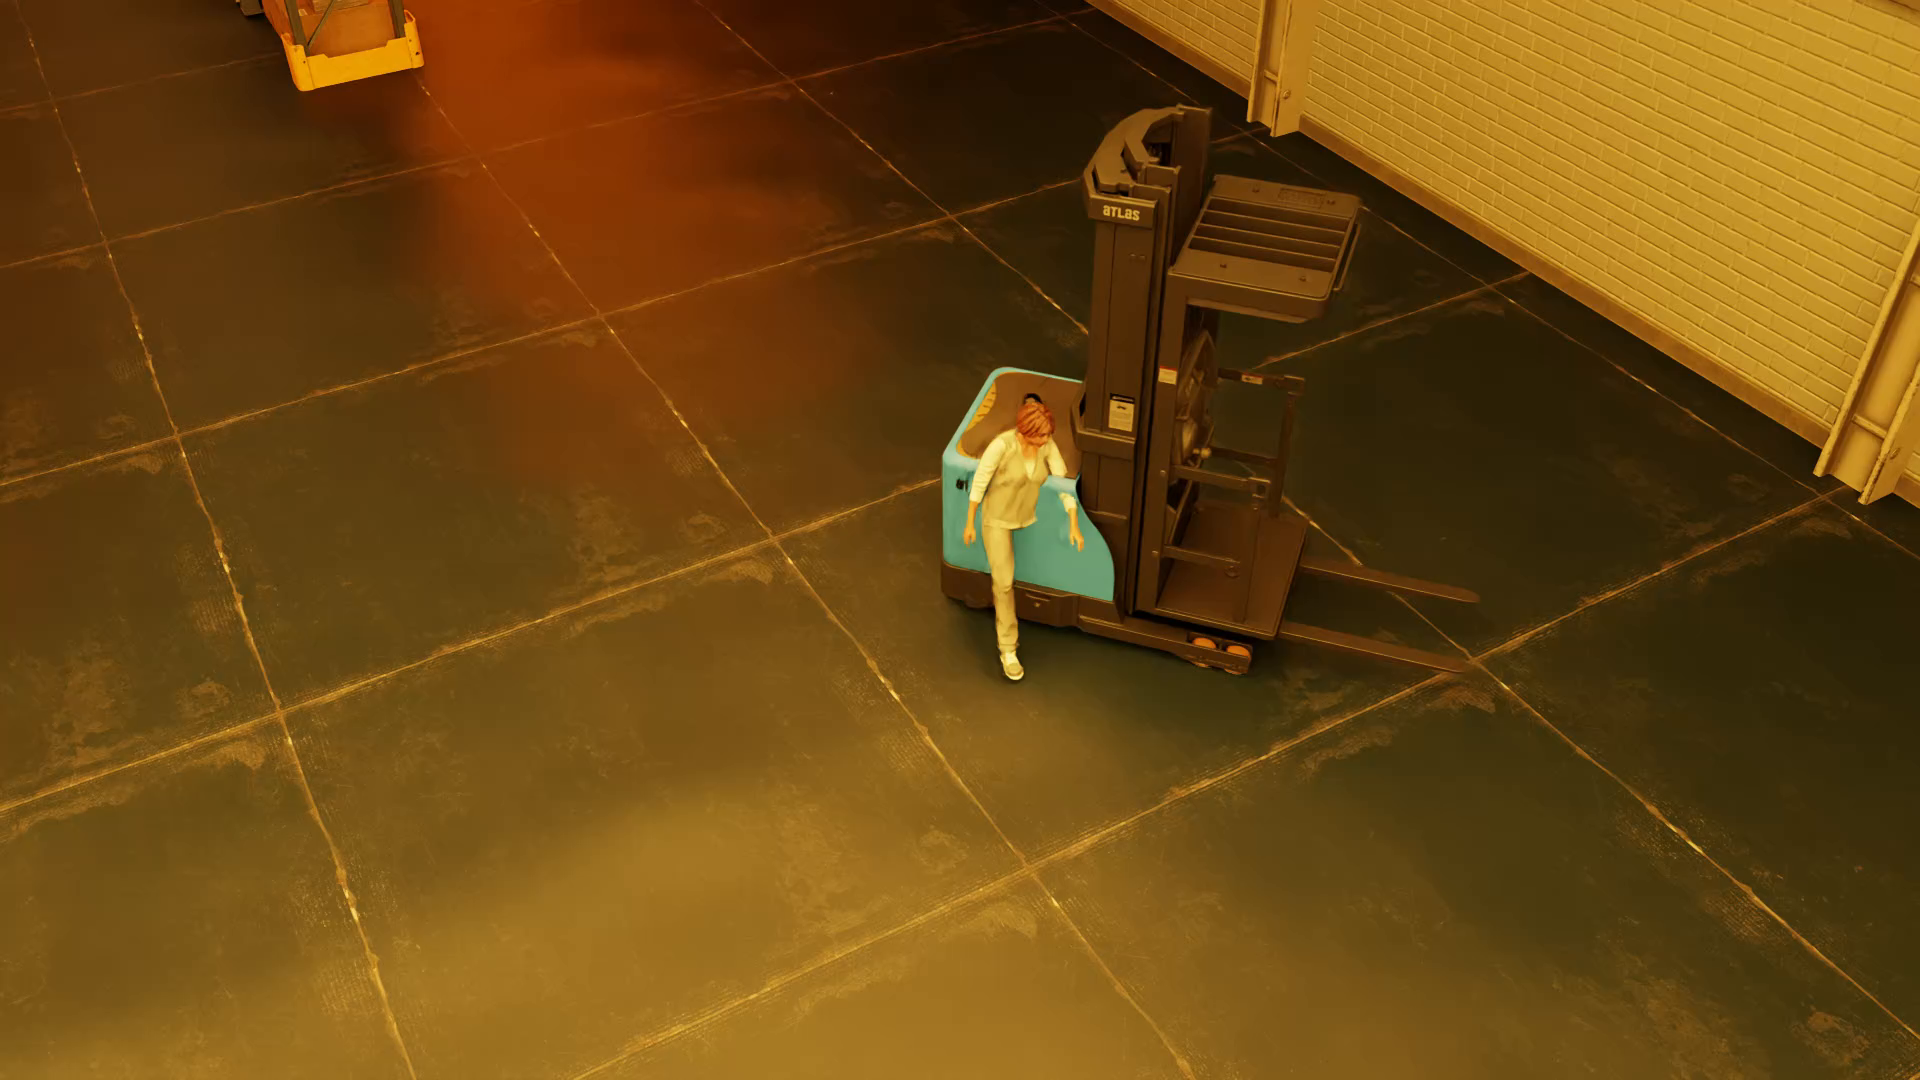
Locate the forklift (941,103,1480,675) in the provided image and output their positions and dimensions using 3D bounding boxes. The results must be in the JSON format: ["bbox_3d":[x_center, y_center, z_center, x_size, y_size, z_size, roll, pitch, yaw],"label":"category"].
[{"bbox_3d":[1.460,-0.751,8.942,3.031,2.935,1.130,13,41,15],"label":"forklift"}]

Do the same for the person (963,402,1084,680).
[{"bbox_3d":[0.381,-0.061,9.198,0.683,1.472,0.805,-19,43,-21],"label":"person"}]
